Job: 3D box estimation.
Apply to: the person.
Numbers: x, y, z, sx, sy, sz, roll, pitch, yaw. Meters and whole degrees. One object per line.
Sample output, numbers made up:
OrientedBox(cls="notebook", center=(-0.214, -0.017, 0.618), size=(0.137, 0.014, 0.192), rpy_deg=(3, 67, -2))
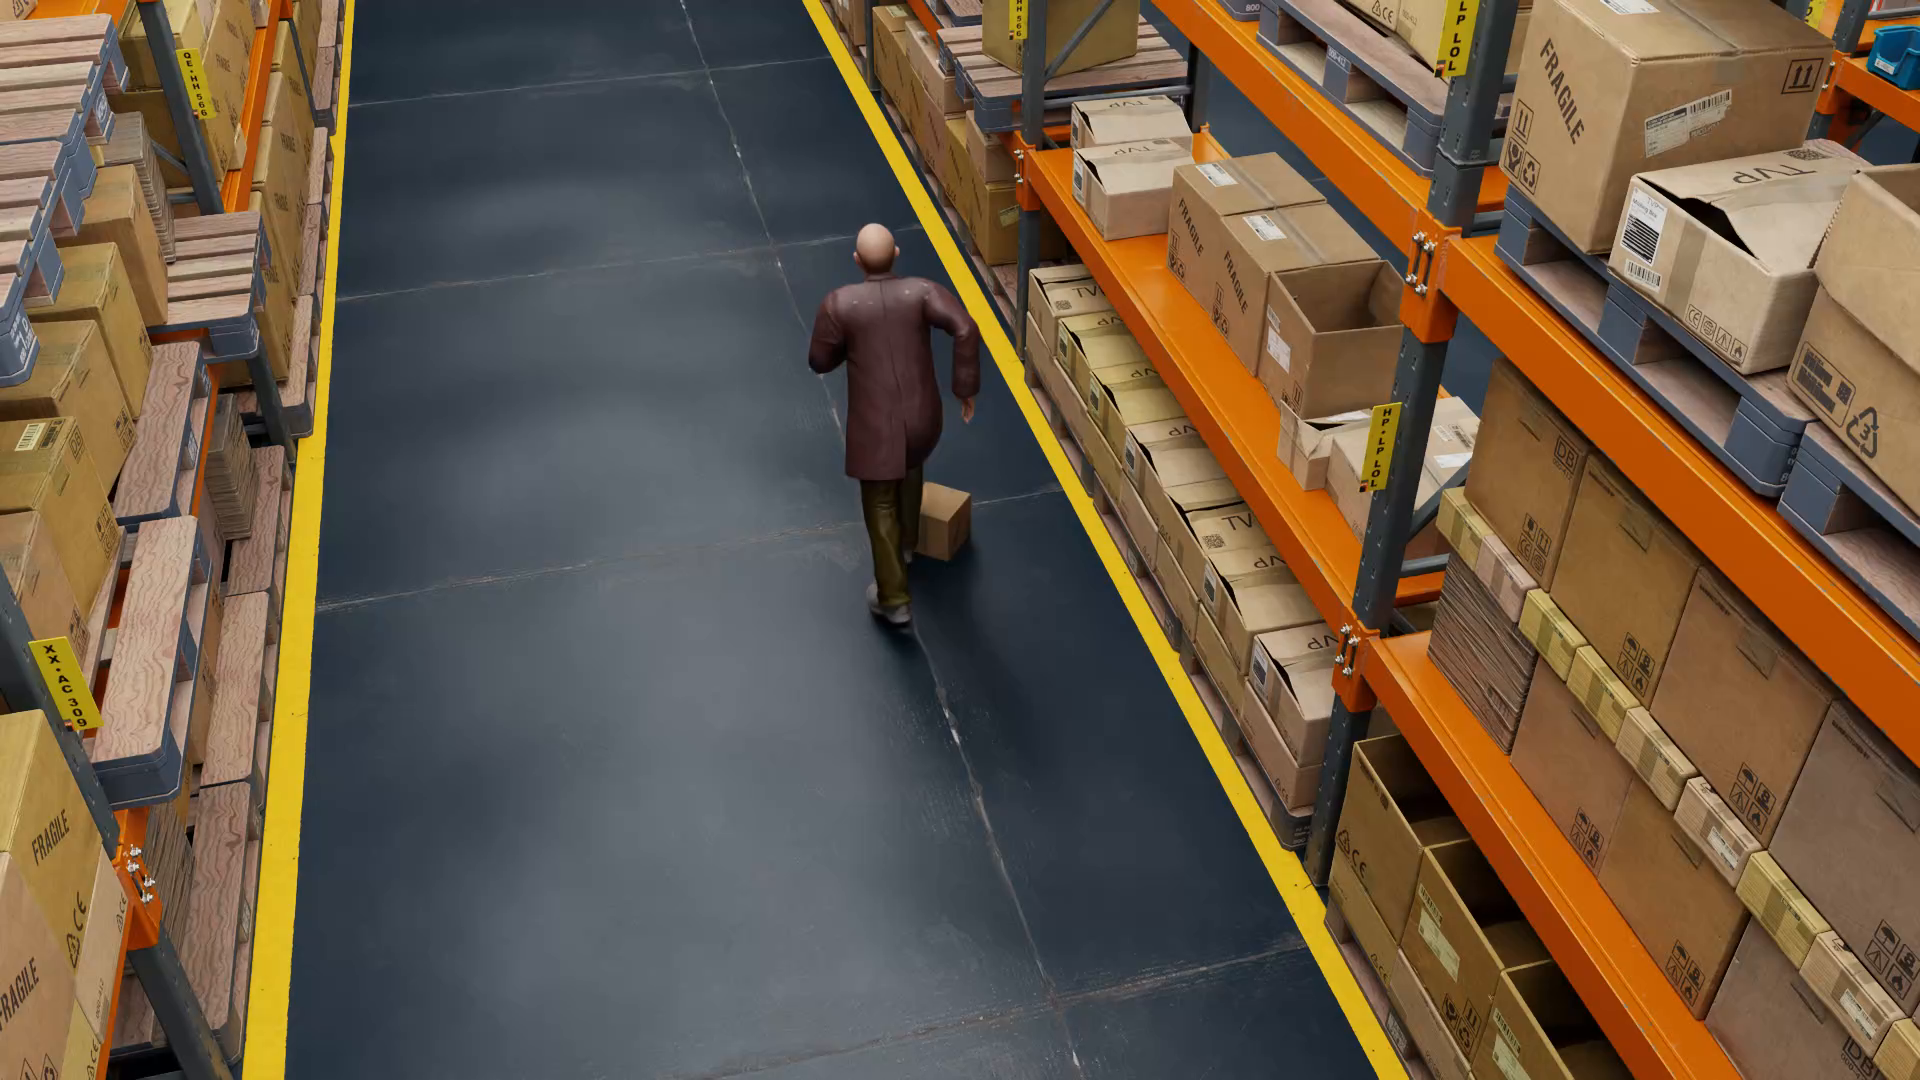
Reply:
OrientedBox(cls="person", center=(-0.283, -0.522, 7.462), size=(0.692, 1.722, 1.044), rpy_deg=(-13, 39, -16))
